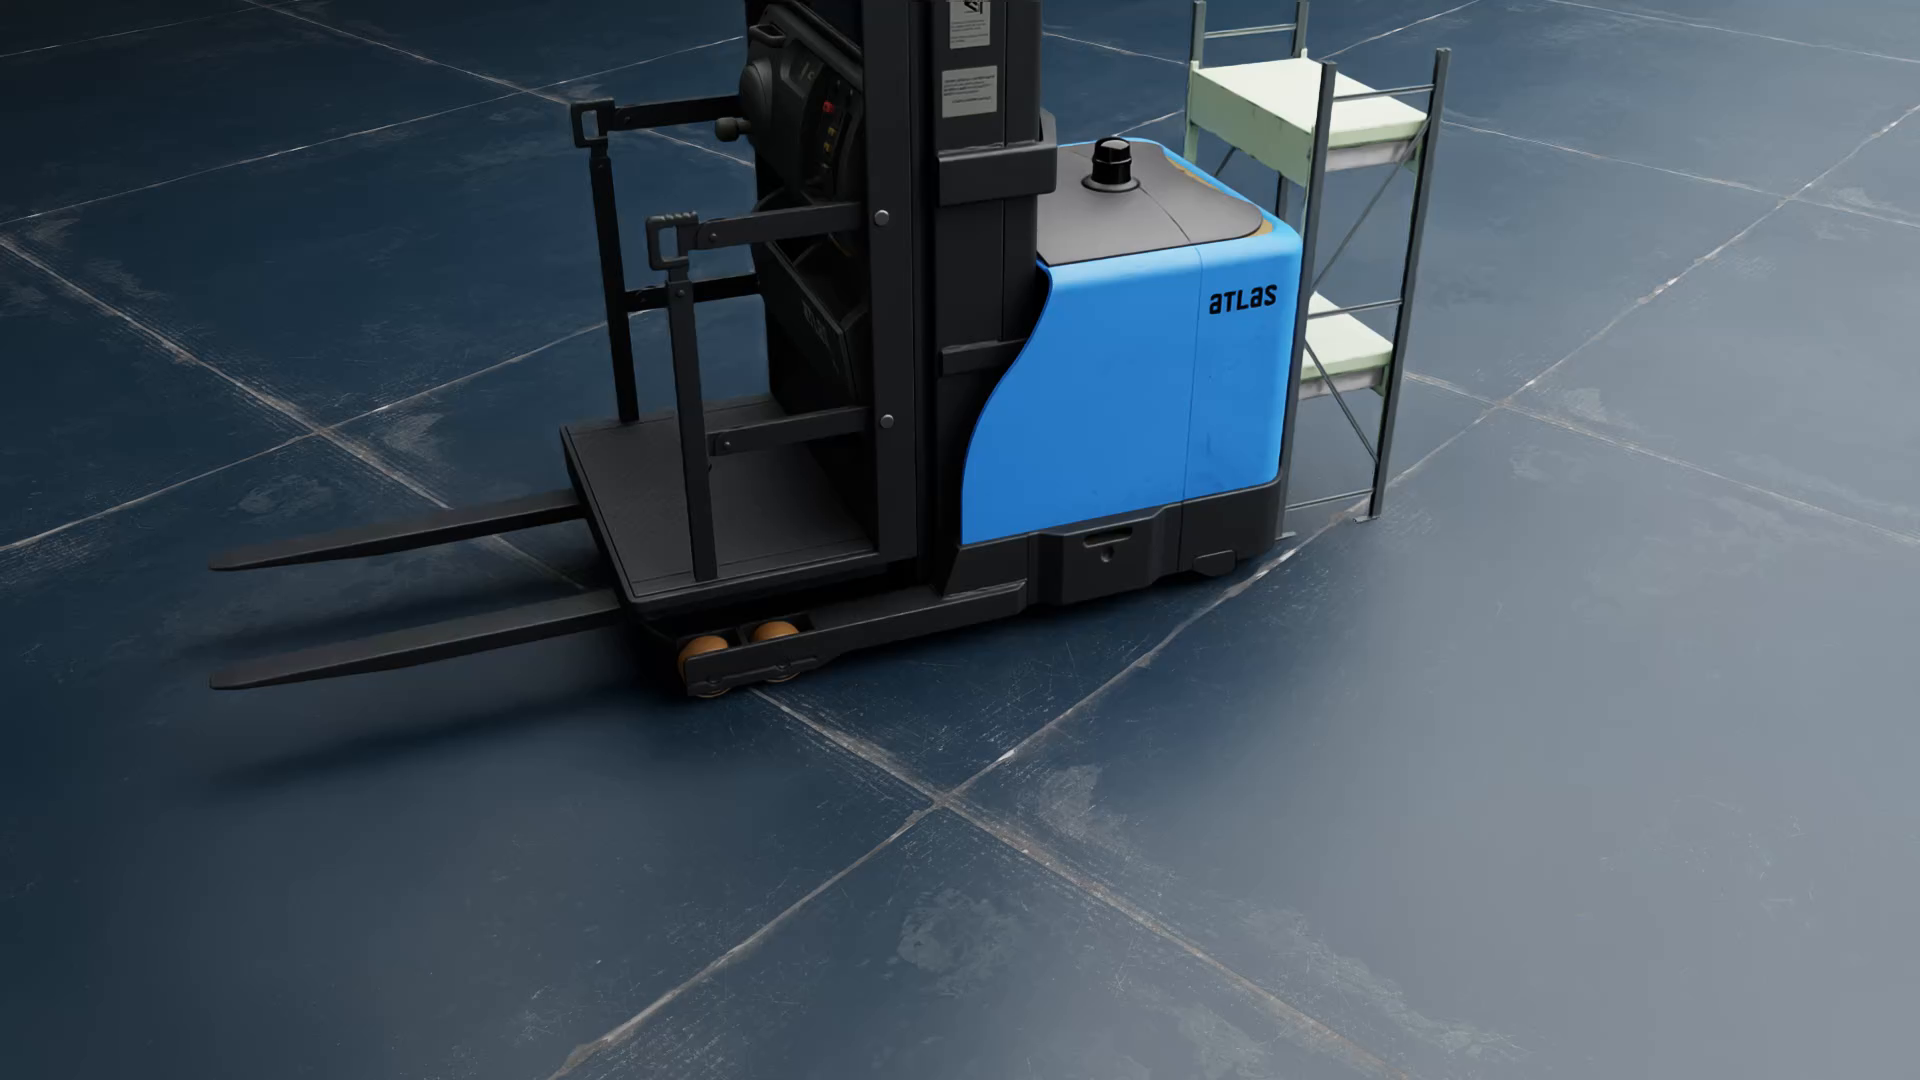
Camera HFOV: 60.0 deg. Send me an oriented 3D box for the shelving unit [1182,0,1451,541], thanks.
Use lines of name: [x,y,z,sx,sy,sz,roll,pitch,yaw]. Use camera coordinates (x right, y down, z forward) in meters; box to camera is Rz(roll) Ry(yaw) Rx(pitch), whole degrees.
shelving unit: [1.034,-0.856,5.217,0.431,1.500,0.755,-11,33,-18]

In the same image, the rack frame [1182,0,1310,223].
rack frame: [0.901,-1.032,5.509,0.400,1.500,0.023,-11,33,-18]

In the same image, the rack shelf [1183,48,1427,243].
rack shelf: [1.034,-1.190,5.016,0.431,0.370,0.720,-11,33,-18]

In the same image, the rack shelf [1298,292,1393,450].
rack shelf: [1.034,-0.576,5.385,0.431,0.370,0.720,-11,33,-18]

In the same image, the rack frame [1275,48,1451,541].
rack frame: [1.167,-0.680,4.925,0.400,1.500,0.023,-11,33,-18]

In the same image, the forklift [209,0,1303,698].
forklift: [-0.603,-1.135,4.293,3.031,2.935,1.130,-11,33,-18]
